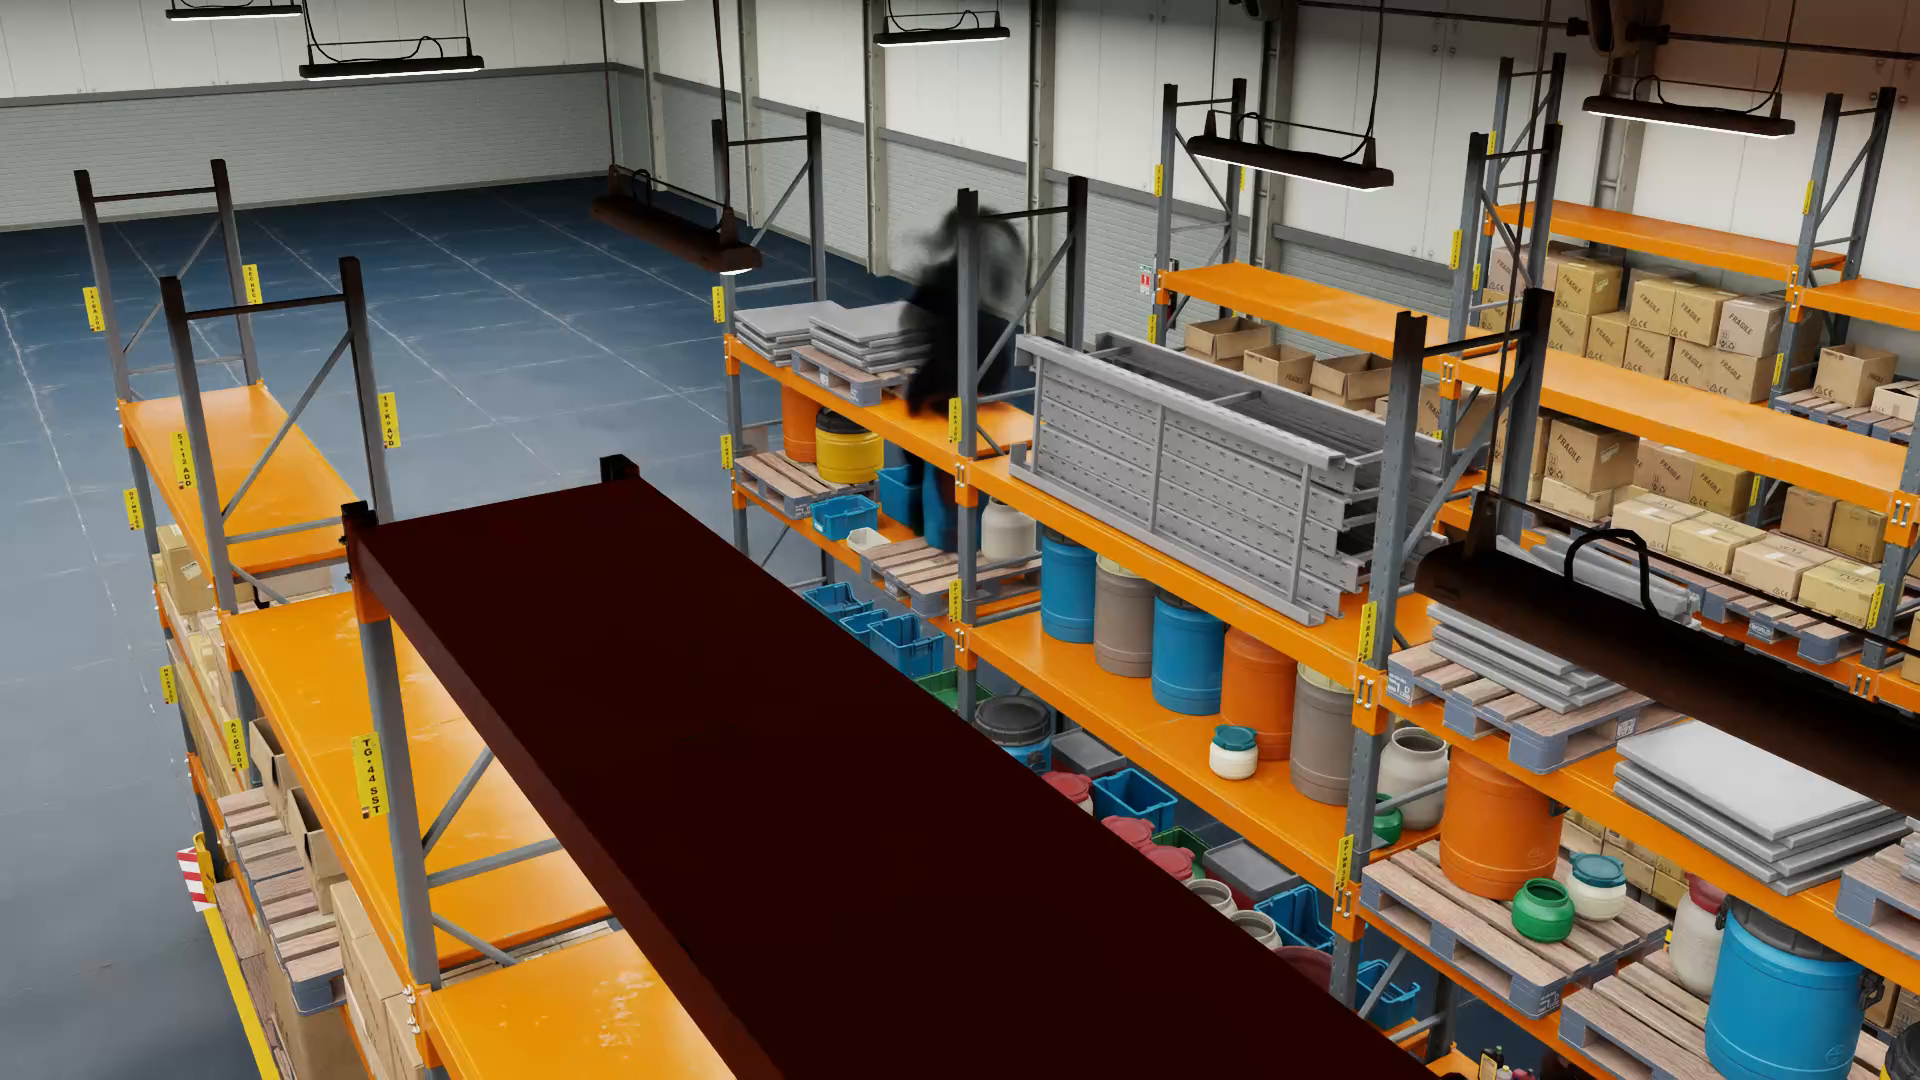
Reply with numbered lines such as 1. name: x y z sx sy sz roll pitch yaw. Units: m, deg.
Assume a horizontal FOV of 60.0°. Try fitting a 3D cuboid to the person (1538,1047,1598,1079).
1. person: 4.082 3.321 10.752 0.734 1.773 1.071 -14 26 -31
